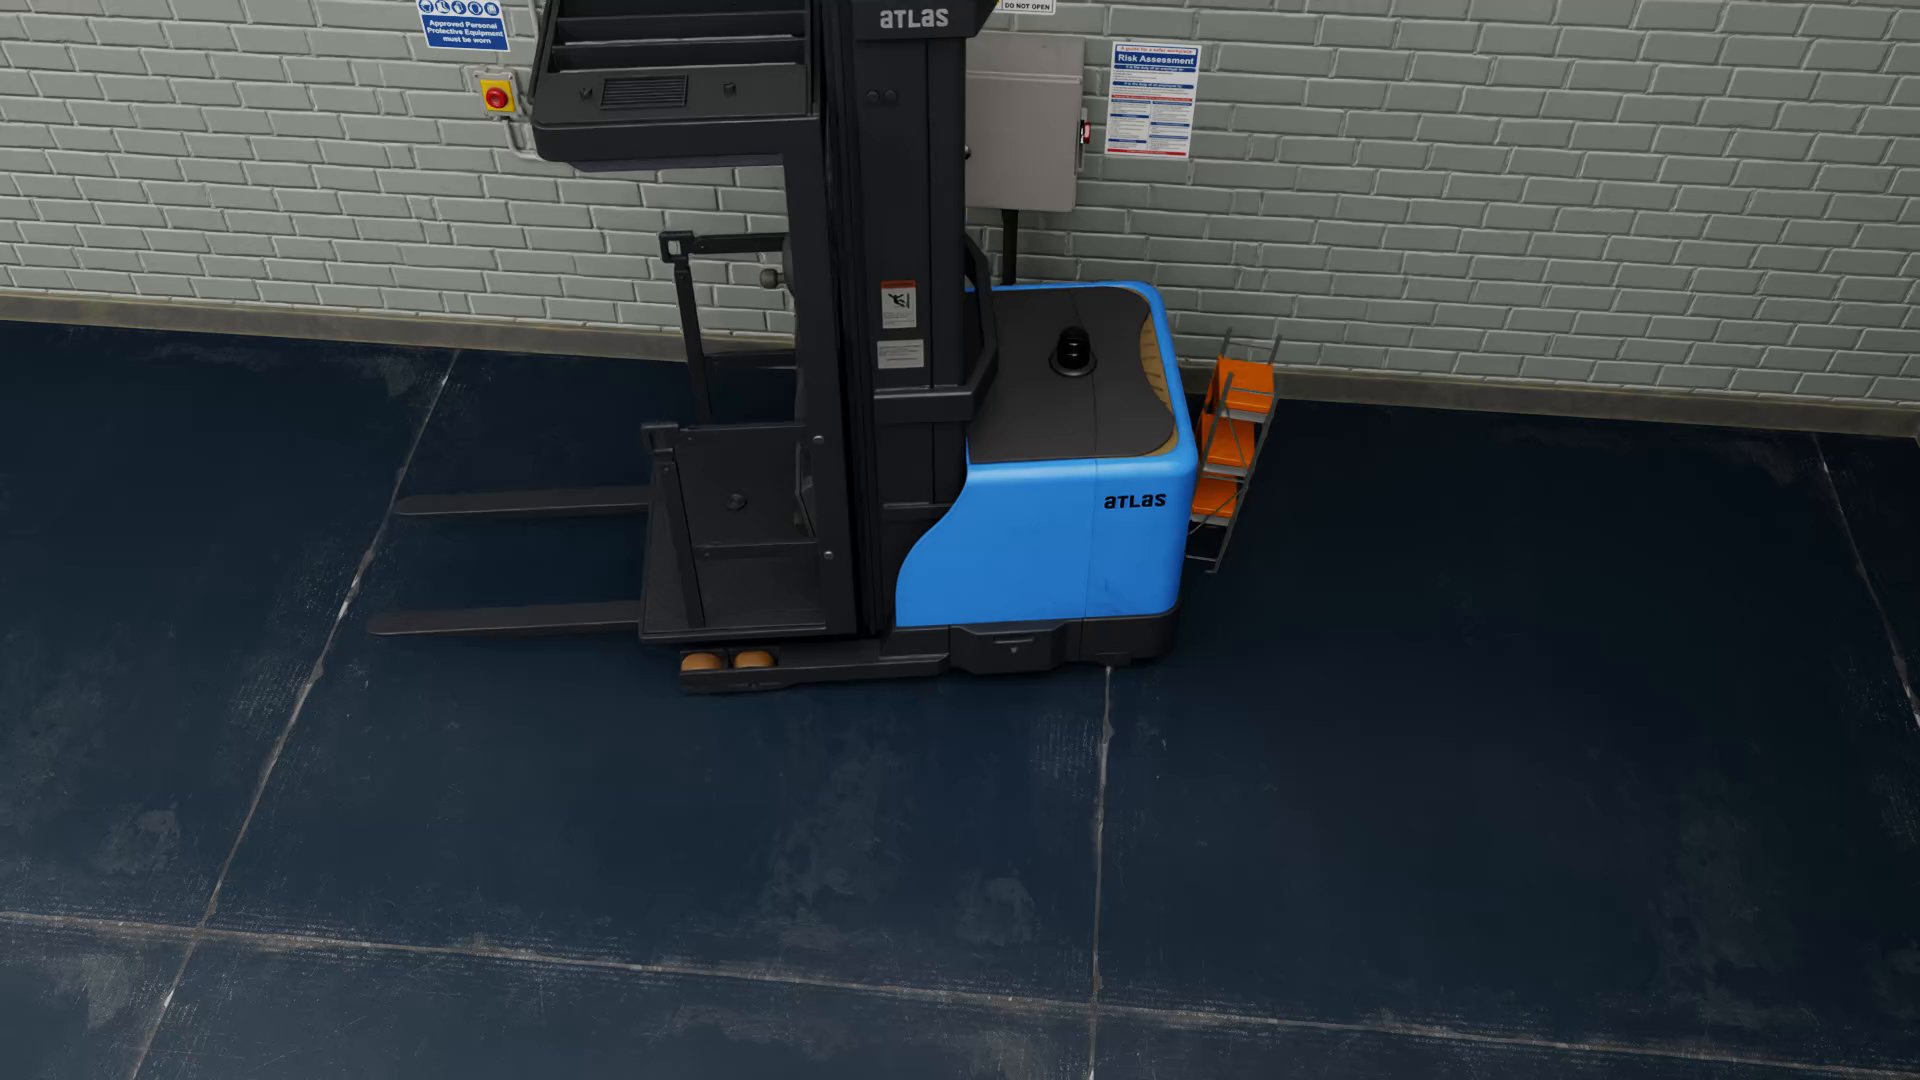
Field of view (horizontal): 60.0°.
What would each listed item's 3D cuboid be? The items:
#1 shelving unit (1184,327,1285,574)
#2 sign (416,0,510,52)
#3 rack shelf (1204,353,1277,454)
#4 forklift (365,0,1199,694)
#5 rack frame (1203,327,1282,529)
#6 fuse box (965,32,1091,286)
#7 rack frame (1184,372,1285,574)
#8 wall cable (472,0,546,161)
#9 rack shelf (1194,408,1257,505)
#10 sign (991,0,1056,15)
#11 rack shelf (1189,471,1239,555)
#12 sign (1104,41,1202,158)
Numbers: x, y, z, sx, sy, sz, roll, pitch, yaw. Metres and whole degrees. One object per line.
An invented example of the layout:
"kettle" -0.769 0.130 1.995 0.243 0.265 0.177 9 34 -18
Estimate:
"shelving unit" 1.000 -0.320 6.343 0.215 1.050 0.252 8 48 -1
"sign" -1.902 -1.973 6.365 0.327 0.218 0.001 4 48 4
"rack shelf" 1.031 -0.500 6.140 0.215 0.259 0.240 8 48 -1
"forklift" -0.717 -0.817 5.537 3.031 2.935 1.130 -3 48 -3
"rack frame" 1.011 -0.409 6.425 0.200 1.050 0.008 8 48 -1
"fuse box" 0.219 -1.150 6.668 0.539 1.711 0.414 4 48 4
"rack frame" 0.988 -0.230 6.261 0.200 1.050 0.008 8 48 -1
"wall cable" -1.860 -2.187 6.034 0.585 1.953 0.123 4 48 4
"rack shelf" 0.999 -0.313 6.351 0.215 0.259 0.240 8 48 -1
"sign" 0.183 -2.020 6.031 0.339 0.242 0.001 4 48 4
"rack shelf" 0.967 -0.129 6.557 0.215 0.259 0.240 8 48 -1
"sign" 0.730 -1.672 6.337 0.329 0.494 0.001 4 48 4
